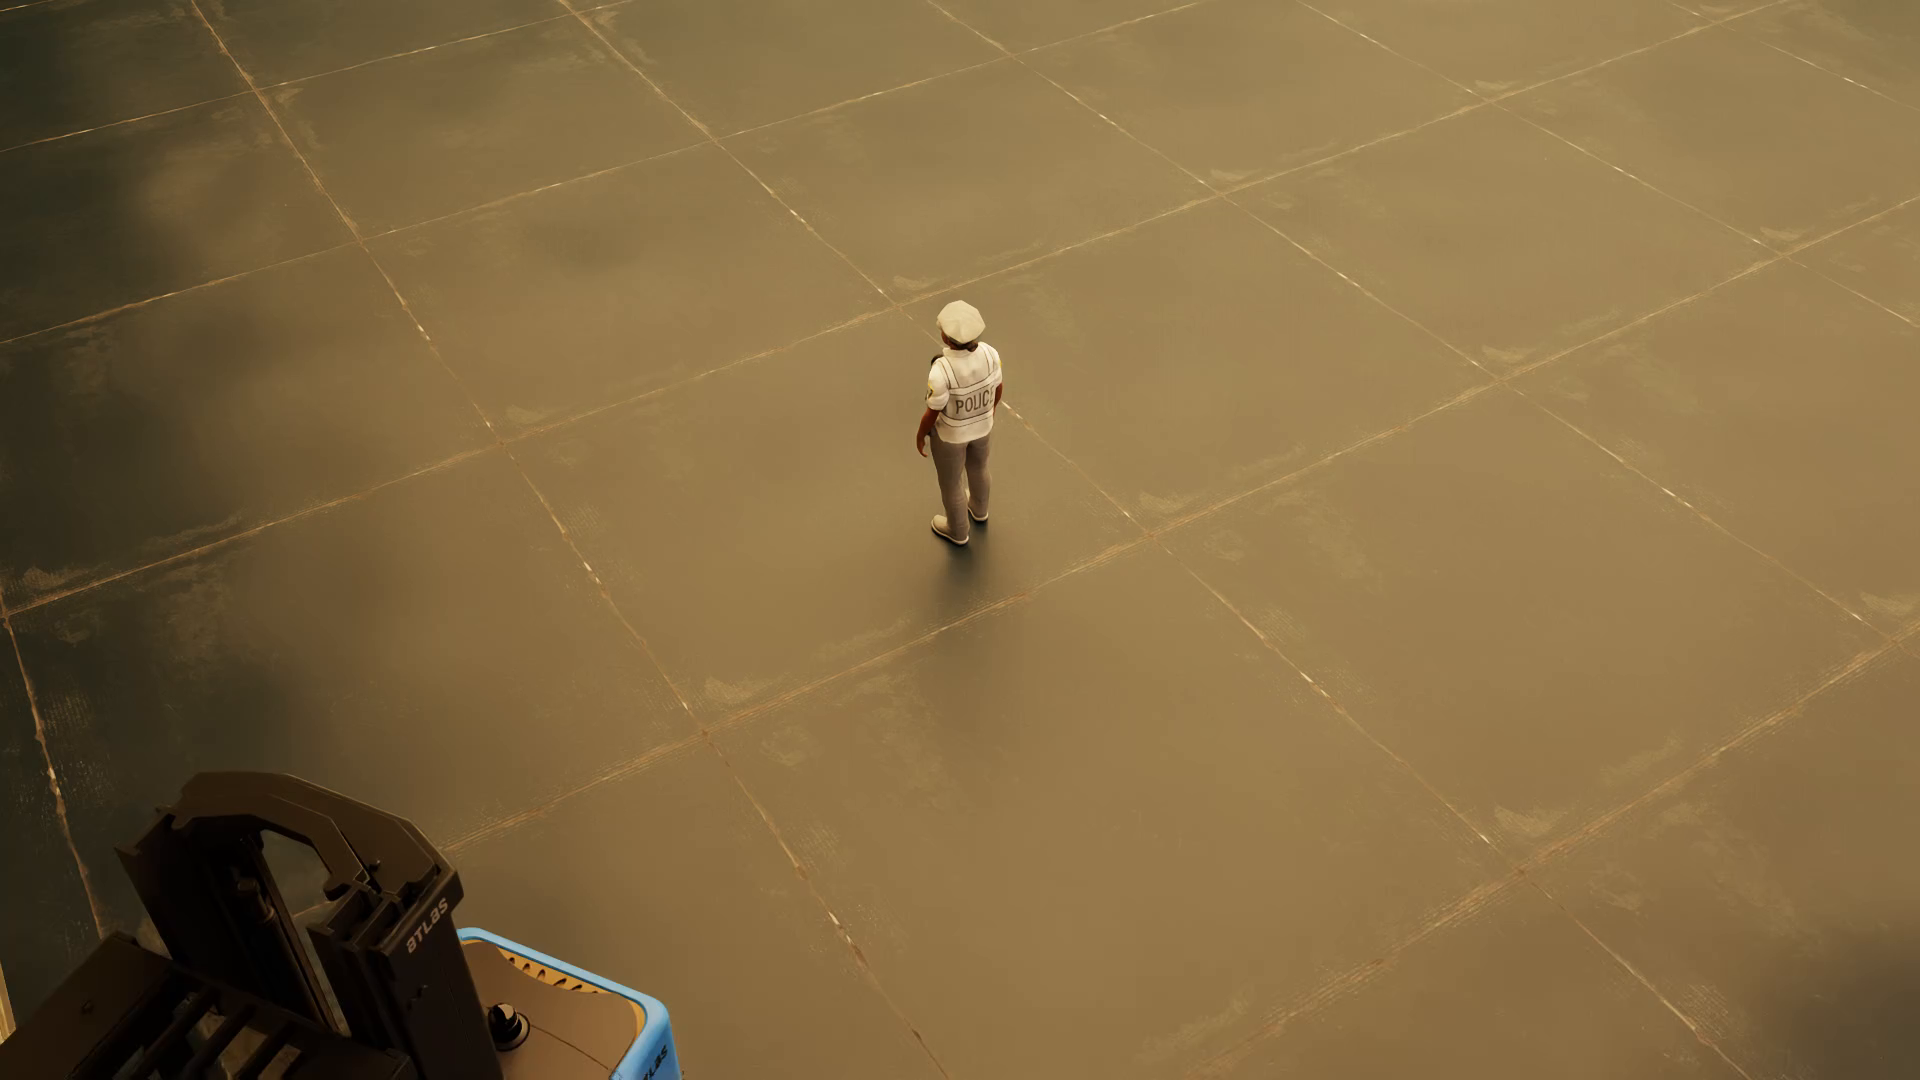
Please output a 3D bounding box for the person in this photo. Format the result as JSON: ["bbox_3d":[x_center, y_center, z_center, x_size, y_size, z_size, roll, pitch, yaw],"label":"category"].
[{"bbox_3d":[-0.024,-0.692,9.592,0.569,1.695,0.528,-23,46,-24],"label":"person"}]

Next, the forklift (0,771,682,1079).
[{"bbox_3d":[-2.159,2.263,5.282,1.130,2.935,3.031,16,44,17],"label":"forklift"}]
